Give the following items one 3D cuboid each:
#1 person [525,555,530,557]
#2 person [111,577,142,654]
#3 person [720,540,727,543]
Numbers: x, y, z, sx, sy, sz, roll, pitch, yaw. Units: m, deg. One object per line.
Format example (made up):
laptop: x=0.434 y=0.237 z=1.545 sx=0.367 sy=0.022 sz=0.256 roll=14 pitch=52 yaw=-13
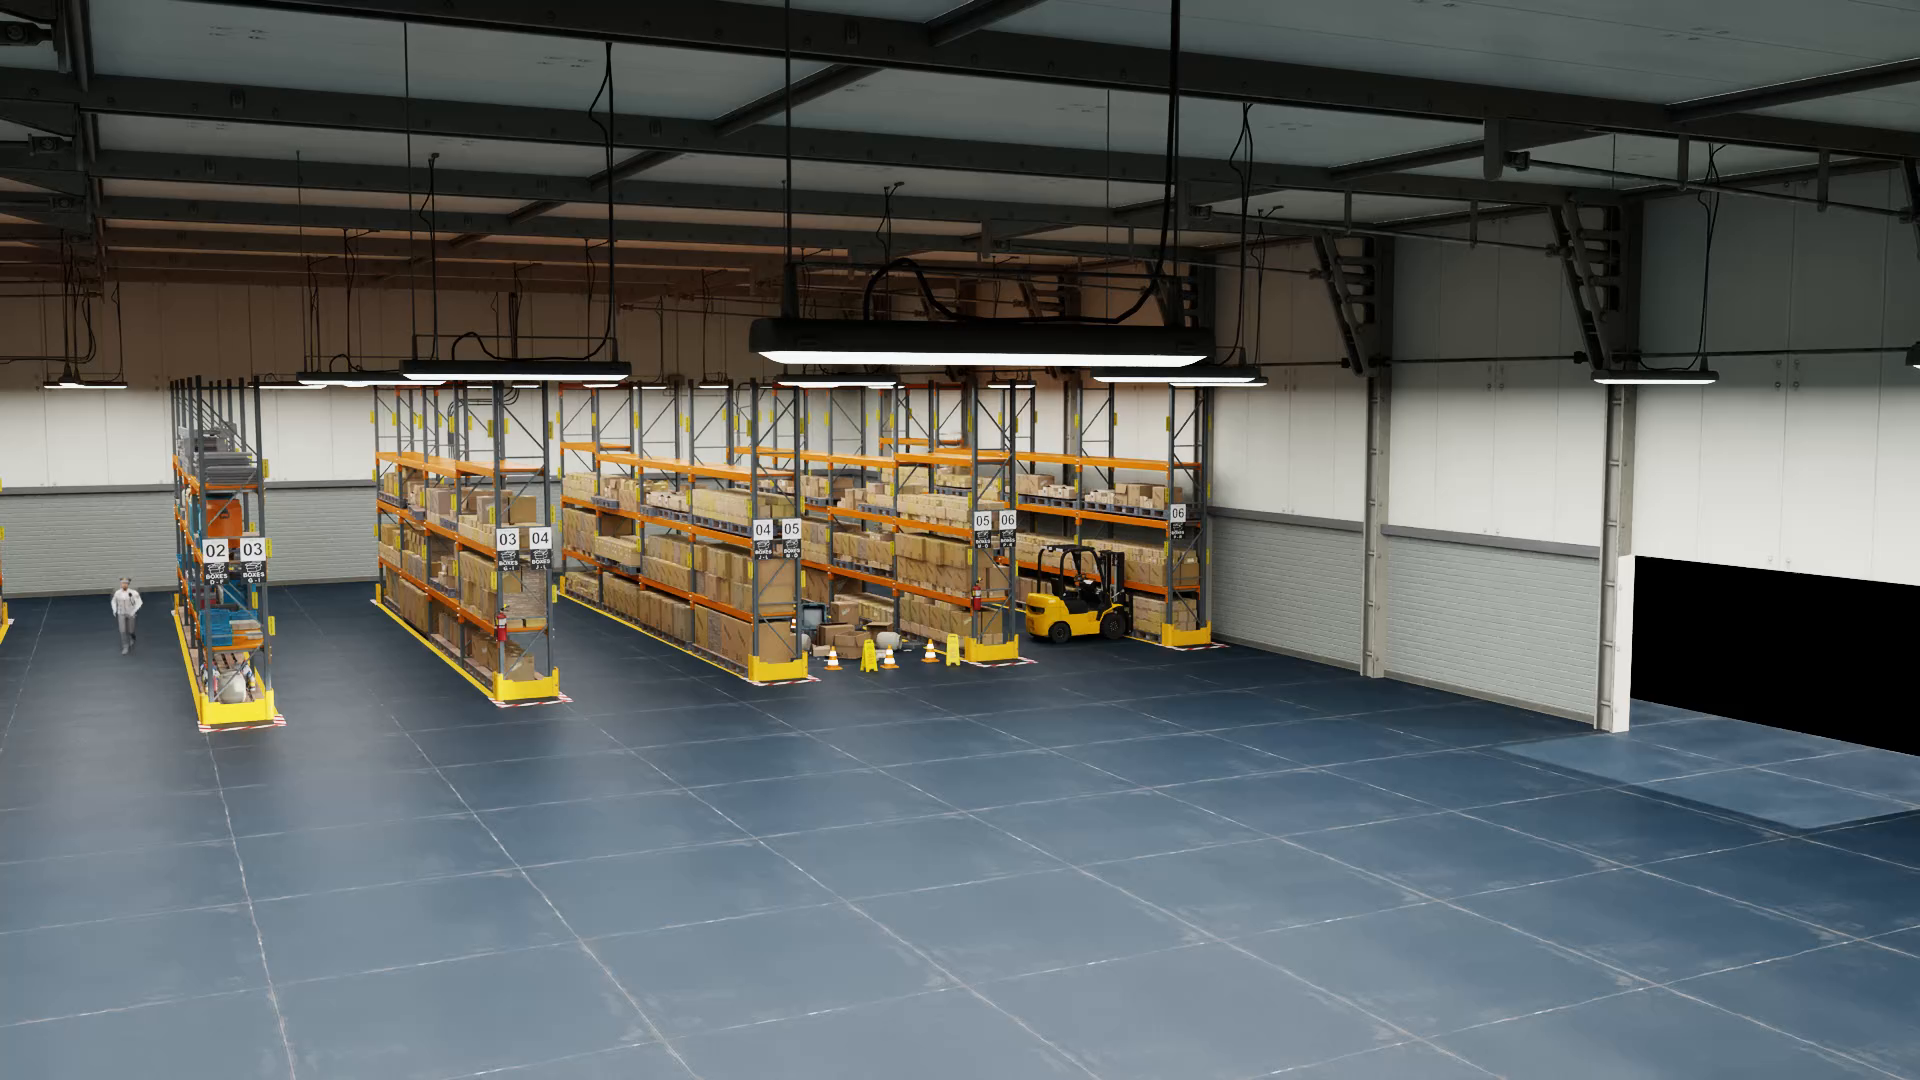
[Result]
person: x=-12.248 y=0.653 z=47.078 sx=0.764 sy=1.735 sz=1.038 roll=2 pitch=5 yaw=17
person: x=-18.362 y=1.639 z=36.643 sx=0.644 sy=1.681 sz=0.736 roll=-2 pitch=5 yaw=-18
person: x=-7.174 y=0.362 z=50.757 sx=0.656 sy=1.663 sz=0.643 roll=-2 pitch=5 yaw=-22
